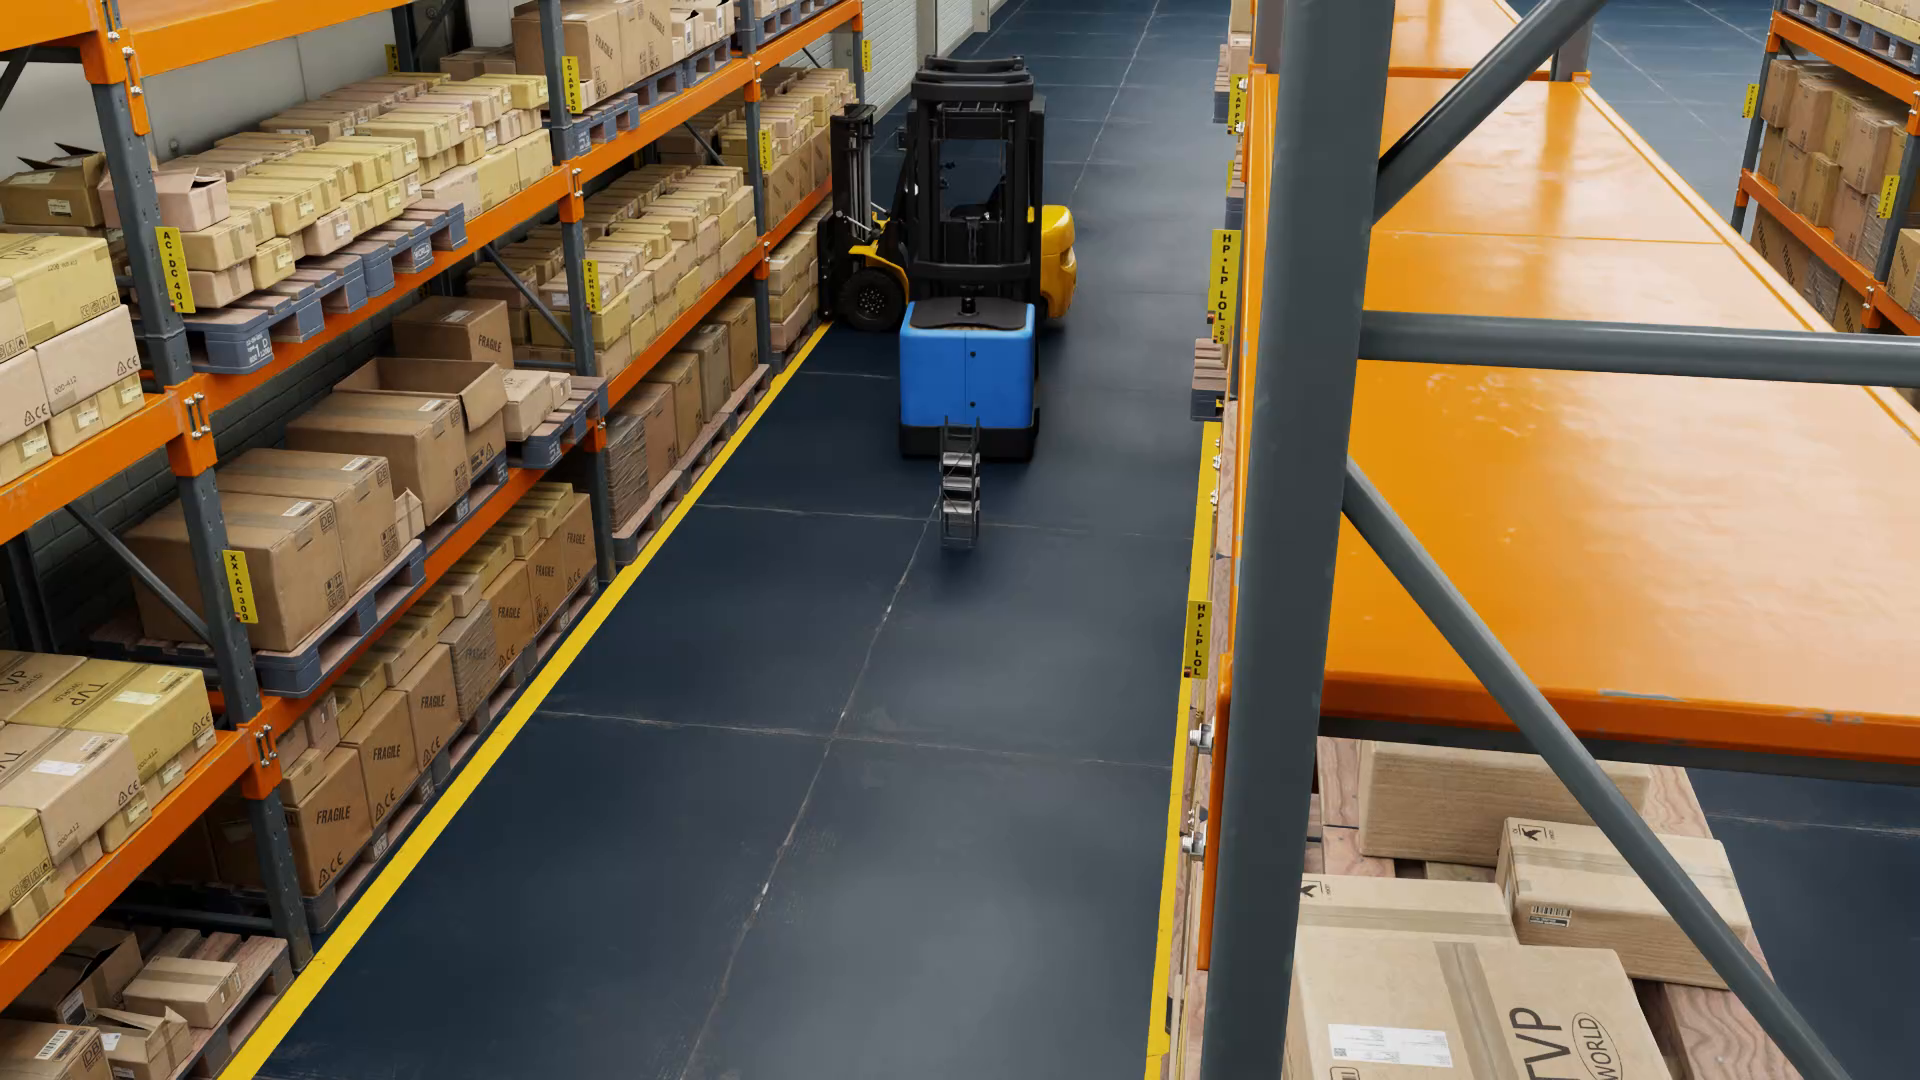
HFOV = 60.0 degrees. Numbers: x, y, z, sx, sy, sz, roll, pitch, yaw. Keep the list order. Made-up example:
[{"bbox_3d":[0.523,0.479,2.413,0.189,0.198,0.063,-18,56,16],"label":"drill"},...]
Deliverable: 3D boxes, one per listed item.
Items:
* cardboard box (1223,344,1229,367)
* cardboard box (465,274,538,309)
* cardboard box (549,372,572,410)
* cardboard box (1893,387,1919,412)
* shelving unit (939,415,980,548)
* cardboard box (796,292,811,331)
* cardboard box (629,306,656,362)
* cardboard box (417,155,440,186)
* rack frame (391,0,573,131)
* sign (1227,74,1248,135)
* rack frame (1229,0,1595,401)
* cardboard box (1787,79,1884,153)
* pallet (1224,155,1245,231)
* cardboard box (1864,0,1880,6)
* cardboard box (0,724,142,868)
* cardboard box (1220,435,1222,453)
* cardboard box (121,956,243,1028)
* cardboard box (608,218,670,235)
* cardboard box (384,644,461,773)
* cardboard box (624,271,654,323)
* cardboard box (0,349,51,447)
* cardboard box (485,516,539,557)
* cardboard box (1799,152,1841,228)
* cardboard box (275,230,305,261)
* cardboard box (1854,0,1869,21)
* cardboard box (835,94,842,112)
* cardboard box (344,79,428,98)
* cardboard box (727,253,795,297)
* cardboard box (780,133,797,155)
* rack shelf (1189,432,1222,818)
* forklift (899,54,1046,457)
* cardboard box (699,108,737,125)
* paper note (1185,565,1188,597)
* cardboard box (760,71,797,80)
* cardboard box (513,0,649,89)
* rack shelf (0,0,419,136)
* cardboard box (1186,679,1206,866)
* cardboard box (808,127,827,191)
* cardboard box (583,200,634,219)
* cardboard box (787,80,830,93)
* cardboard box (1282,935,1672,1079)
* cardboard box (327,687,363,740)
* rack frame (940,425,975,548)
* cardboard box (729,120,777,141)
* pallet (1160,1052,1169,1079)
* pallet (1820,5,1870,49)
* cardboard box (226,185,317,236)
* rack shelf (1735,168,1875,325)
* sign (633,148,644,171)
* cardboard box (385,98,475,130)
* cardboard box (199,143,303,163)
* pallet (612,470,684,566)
[{"bbox_3d":[1.877,-1.360,10.154,0.500,0.500,0.500,3,25,7],"label":"cardboard box"},{"bbox_3d":[-2.967,-1.612,10.773,0.380,0.149,0.250,5,26,10],"label":"cardboard box"},{"bbox_3d":[-2.549,-0.898,9.932,0.380,0.149,0.250,4,25,9],"label":"cardboard box"},{"bbox_3d":[7.618,-1.059,12.632,1.050,0.750,0.750,4,25,8],"label":"cardboard box"},{"bbox_3d":[-0.001,-0.404,11.552,0.258,0.900,0.210,4,25,9],"label":"shelving unit"},{"bbox_3d":[-1.693,-2.134,15.519,0.500,0.250,0.500,3,25,7],"label":"cardboard box"},{"bbox_3d":[-2.420,-1.434,11.452,0.500,0.250,0.500,3,25,7],"label":"cardboard box"},{"bbox_3d":[-2.877,-1.893,8.424,0.380,0.149,0.250,5,26,10],"label":"cardboard box"},{"bbox_3d":[-2.820,-3.840,9.340,1.000,3.000,0.127,4,25,9],"label":"rack frame"},{"bbox_3d":[1.542,-2.412,9.217,0.100,0.325,0.005,4,25,9],"label":"sign"},{"bbox_3d":[1.423,-1.825,5.034,1.000,3.000,0.127,4,25,9],"label":"rack frame"},{"bbox_3d":[7.961,-3.769,14.814,0.875,0.550,0.550,4,25,9],"label":"cardboard box"},{"bbox_3d":[2.024,-1.781,8.701,1.213,0.211,1.003,5,26,11],"label":"pallet"},{"bbox_3d":[7.625,-4.458,13.410,0.500,0.250,0.500,4,25,8],"label":"cardboard box"},{"bbox_3d":[-3.384,0.923,6.065,0.500,0.250,0.500,4,25,9],"label":"cardboard box"},{"bbox_3d":[1.571,-0.321,8.484,0.500,0.250,0.500,4,25,8],"label":"cardboard box"},{"bbox_3d":[-3.275,1.904,7.011,0.380,0.149,0.250,3,25,7],"label":"cardboard box"},{"bbox_3d":[-2.330,-2.231,12.095,0.380,0.149,0.250,4,25,9],"label":"cardboard box"},{"bbox_3d":[-3.010,0.873,8.800,0.500,0.500,0.500,3,25,7],"label":"cardboard box"},{"bbox_3d":[-2.424,-1.660,11.345,0.500,0.250,0.500,5,26,10],"label":"cardboard box"},{"bbox_3d":[-3.381,-0.438,5.436,0.500,0.250,0.500,3,25,7],"label":"cardboard box"},{"bbox_3d":[-2.752,-0.028,9.959,0.380,0.149,0.250,3,25,7],"label":"cardboard box"},{"bbox_3d":[7.939,-3.054,14.560,0.875,0.550,0.500,4,25,9],"label":"cardboard box"},{"bbox_3d":[-3.012,-1.247,7.020,0.380,0.149,0.250,4,25,9],"label":"cardboard box"},{"bbox_3d":[7.581,-4.341,13.630,0.380,0.149,0.250,4,25,8],"label":"cardboard box"},{"bbox_3d":[-1.409,-4.431,16.794,0.380,0.149,0.250,4,25,10],"label":"cardboard box"},{"bbox_3d":[-3.224,-2.490,9.349,0.380,0.149,0.250,4,25,9],"label":"cardboard box"},{"bbox_3d":[-1.778,-2.374,14.853,0.500,0.250,0.500,4,25,8],"label":"cardboard box"},{"bbox_3d":[-1.686,-3.568,14.951,0.380,0.149,0.250,5,25,10],"label":"cardboard box"},{"bbox_3d":[1.750,0.381,8.245,1.077,0.370,4.000,4,25,9],"label":"rack shelf"},{"bbox_3d":[0.136,-2.558,13.757,1.130,2.935,3.031,2,25,3],"label":"forklift"},{"bbox_3d":[-2.259,-3.854,15.212,0.380,0.149,0.250,4,25,8],"label":"cardboard box"},{"bbox_3d":[0.539,0.096,3.969,0.006,0.032,0.123,4,25,9],"label":"paper note"},{"bbox_3d":[-1.884,-4.710,17.041,0.380,0.149,0.250,5,26,10],"label":"cardboard box"},{"bbox_3d":[-2.478,-3.267,10.921,0.700,0.500,0.500,4,25,8],"label":"cardboard box"},{"bbox_3d":[-3.147,-2.497,7.790,1.077,0.370,4.000,4,25,9],"label":"rack shelf"},{"bbox_3d":[1.586,1.021,8.041,0.875,0.875,0.875,5,26,10],"label":"cardboard box"},{"bbox_3d":[-1.583,-3.649,15.889,0.500,0.500,0.500,4,25,9],"label":"cardboard box"},{"bbox_3d":[-2.696,-2.474,12.613,0.380,0.149,0.250,4,25,8],"label":"cardboard box"},{"bbox_3d":[-1.503,-4.463,16.512,0.380,0.149,0.250,4,25,9],"label":"cardboard box"},{"bbox_3d":[0.754,0.844,2.433,0.500,0.250,0.500,2,25,4],"label":"cardboard box"},{"bbox_3d":[-3.153,0.837,8.112,0.380,0.149,0.250,3,25,6],"label":"cardboard box"},{"bbox_3d":[-0.018,-0.362,11.461,0.240,0.900,0.006,4,25,9],"label":"rack frame"},{"bbox_3d":[-1.836,-3.606,14.681,0.380,0.149,0.250,4,25,8],"label":"cardboard box"},{"bbox_3d":[1.222,2.468,6.229,1.003,0.211,1.213,4,25,9],"label":"pallet"},{"bbox_3d":[7.977,-4.322,14.011,1.003,0.211,1.213,4,25,9],"label":"pallet"},{"bbox_3d":[-2.936,-1.379,6.953,0.380,0.149,0.250,4,25,8],"label":"cardboard box"},{"bbox_3d":[7.958,-2.664,14.751,1.077,0.370,4.000,4,25,9],"label":"rack shelf"},{"bbox_3d":[-2.715,-3.262,14.066,0.100,0.325,0.005,4,25,9],"label":"sign"},{"bbox_3d":[-2.809,-2.244,8.823,0.380,0.149,0.250,4,25,8],"label":"cardboard box"},{"bbox_3d":[-3.278,-1.736,7.714,0.380,0.149,0.250,4,25,9],"label":"cardboard box"},{"bbox_3d":[-2.647,-0.202,11.932,1.003,0.211,1.213,4,25,9],"label":"pallet"}]
